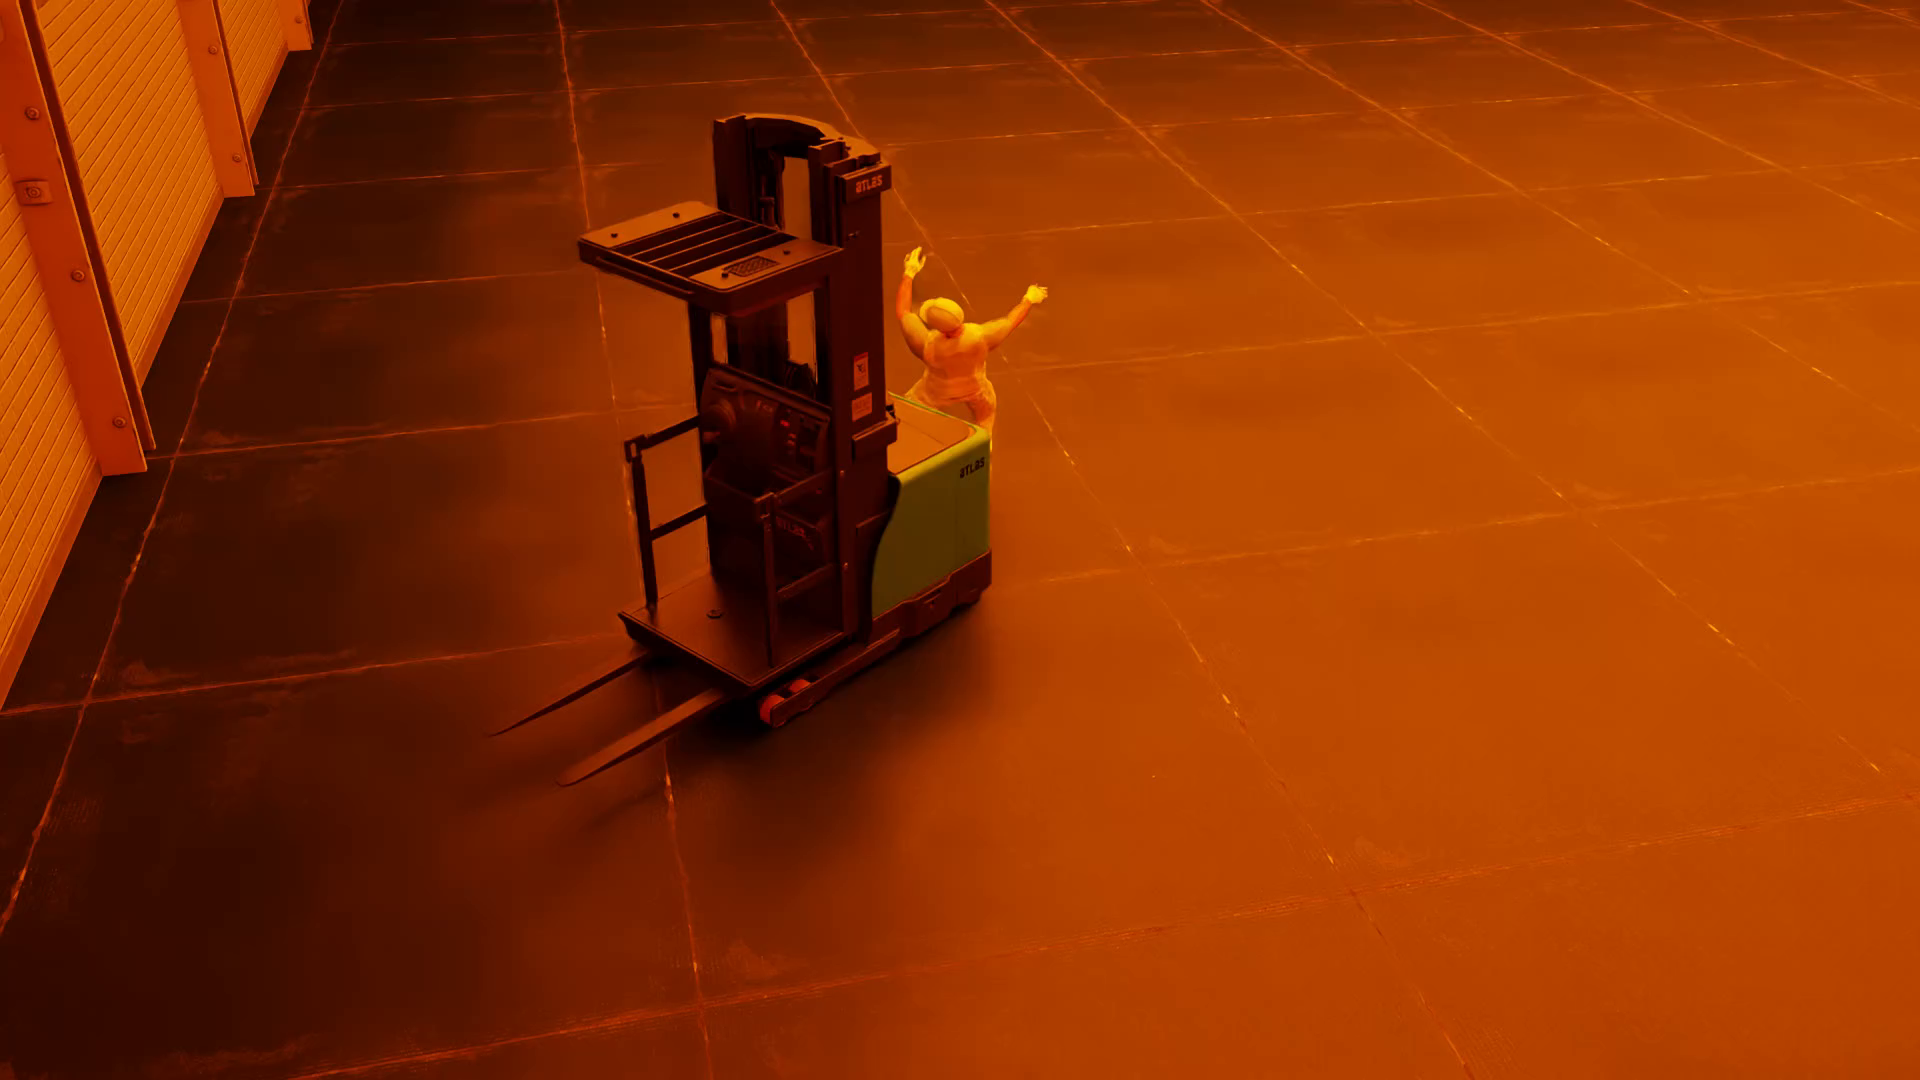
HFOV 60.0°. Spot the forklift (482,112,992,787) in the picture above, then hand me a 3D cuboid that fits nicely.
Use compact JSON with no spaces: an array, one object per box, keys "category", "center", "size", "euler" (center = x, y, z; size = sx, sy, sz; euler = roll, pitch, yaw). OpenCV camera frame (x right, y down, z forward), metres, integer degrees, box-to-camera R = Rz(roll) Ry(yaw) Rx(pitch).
[{"category":"forklift","center":[-1.163,-0.568,8.555],"size":[1.130,2.935,3.031],"euler":[24,38,35]}]

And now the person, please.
[{"category":"person","center":[0.121,-1.046,10.645],"size":[1.081,1.604,0.700],"euler":[-10,32,-17]}]
